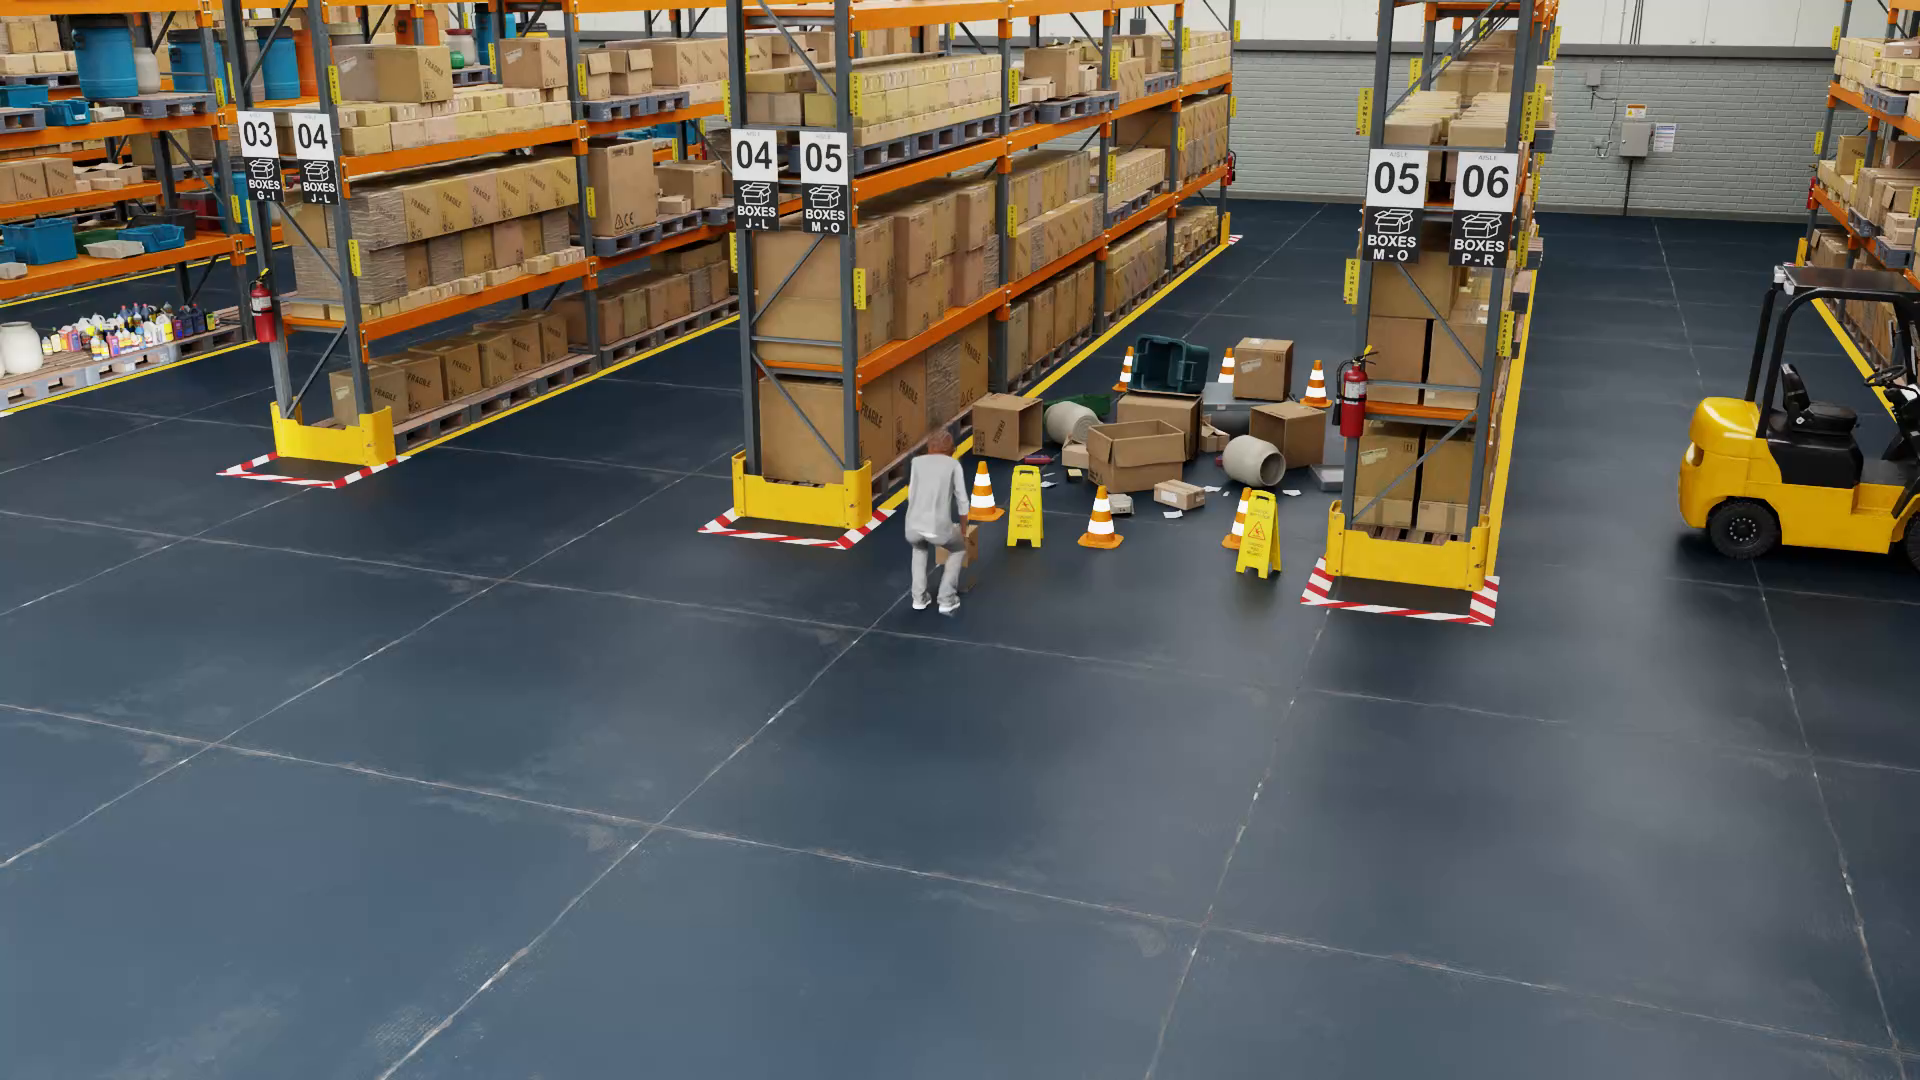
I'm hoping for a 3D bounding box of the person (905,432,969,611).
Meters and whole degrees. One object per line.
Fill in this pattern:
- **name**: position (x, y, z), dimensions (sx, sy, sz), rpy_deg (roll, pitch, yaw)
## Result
- **person**: position (-0.196, -0.109, 11.970), dimensions (0.463, 1.230, 0.685), rpy_deg (7, 20, 18)
